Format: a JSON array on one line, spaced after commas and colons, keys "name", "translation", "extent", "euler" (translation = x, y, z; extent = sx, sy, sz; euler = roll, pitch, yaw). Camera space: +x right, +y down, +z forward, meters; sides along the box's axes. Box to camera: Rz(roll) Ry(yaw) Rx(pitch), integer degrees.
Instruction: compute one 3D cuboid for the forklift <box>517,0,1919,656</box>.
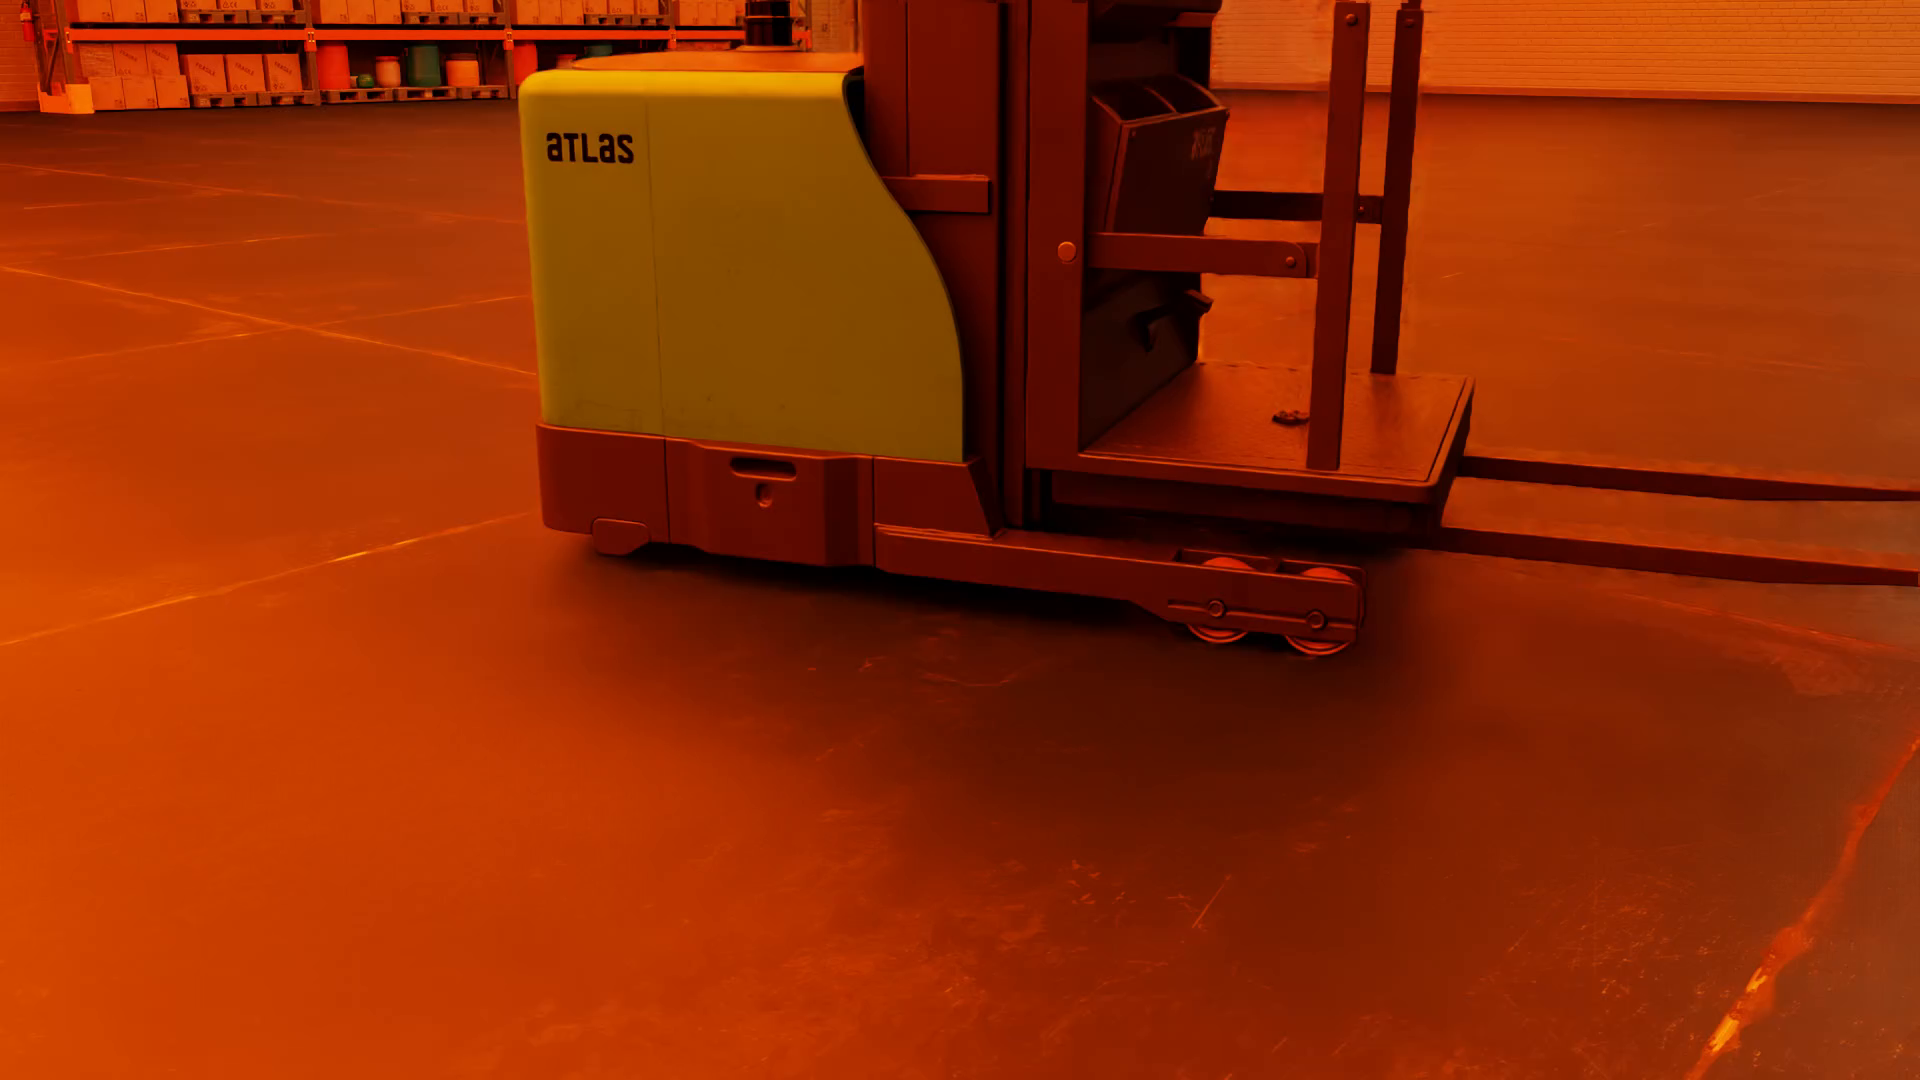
[{"name": "forklift", "translation": [0.608, -1.354, 3.356], "extent": [3.031, 2.935, 1.130], "euler": [6, 18, 19]}]
